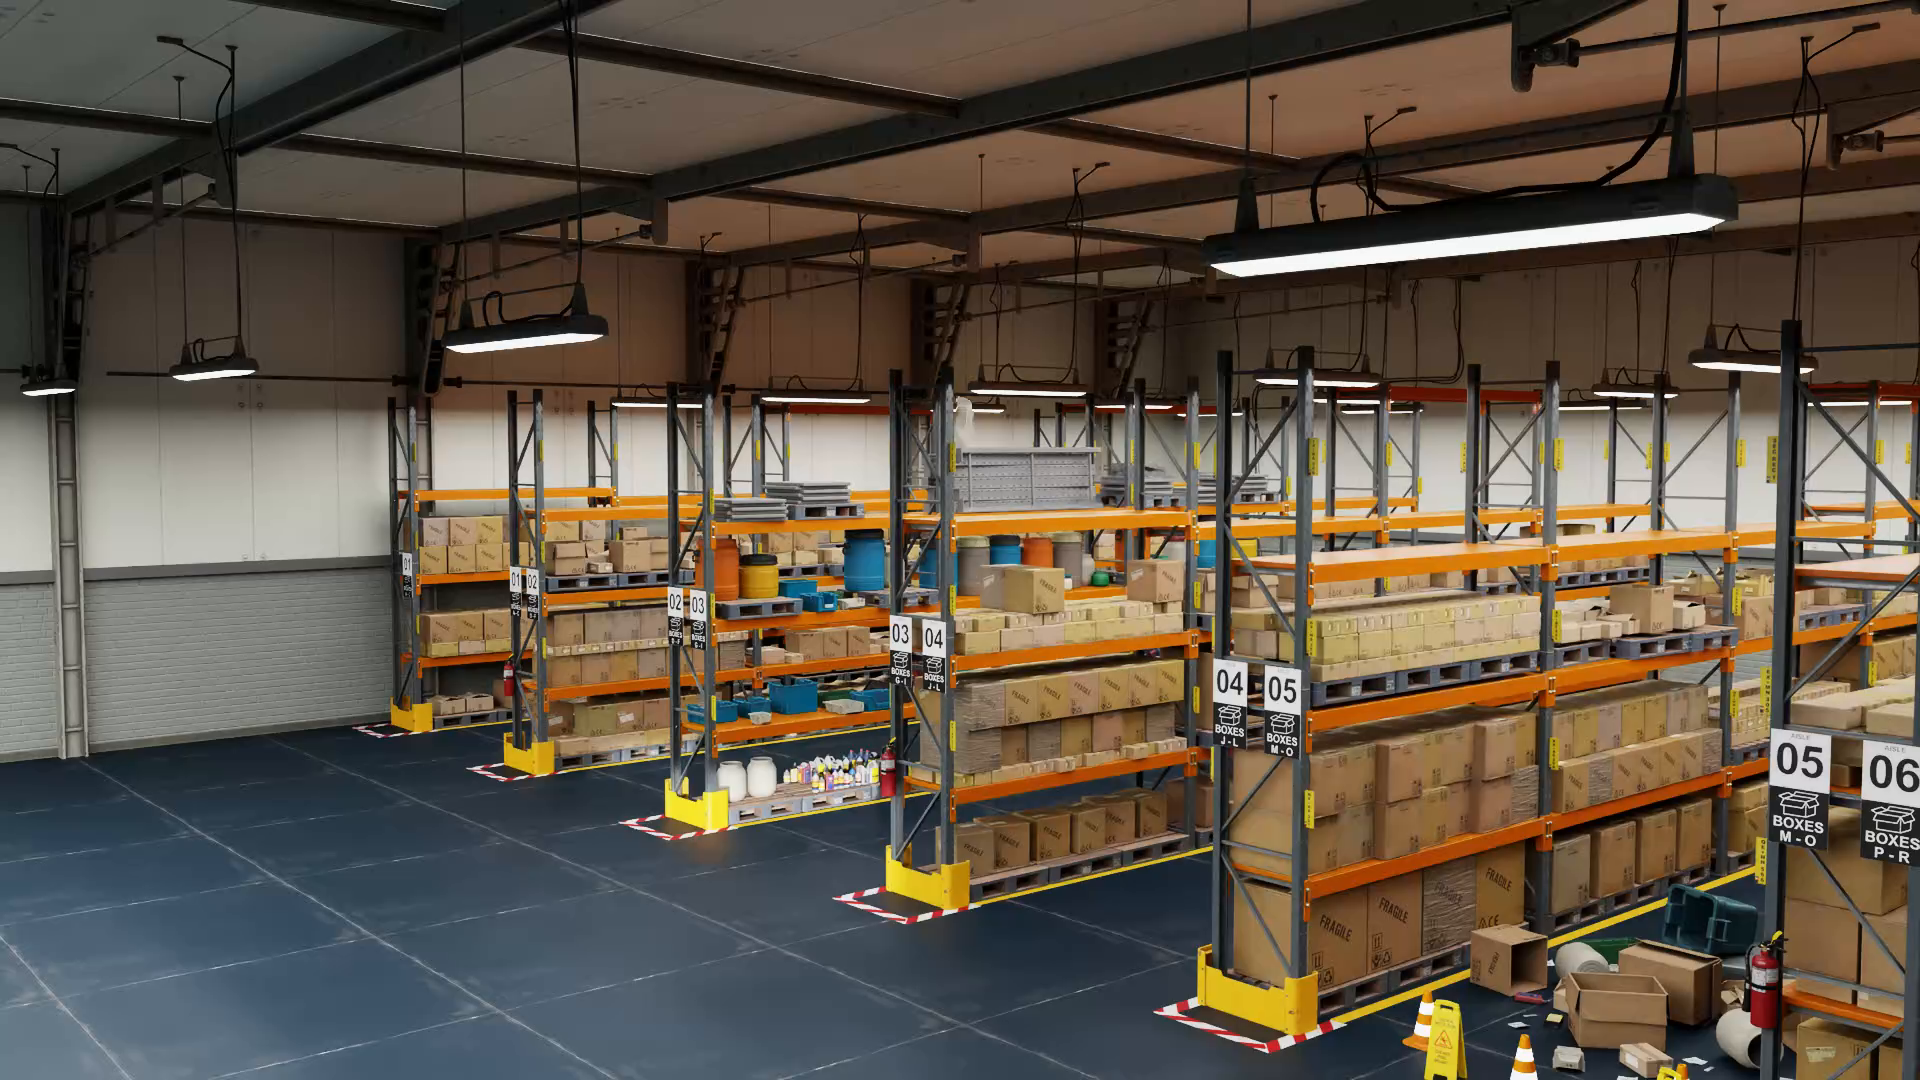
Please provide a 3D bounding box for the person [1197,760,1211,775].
[{"bbox_3d":[3.450,2.861,24.561,0.770,1.721,0.526,3,4,40],"label":"person"}]

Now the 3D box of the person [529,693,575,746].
[{"bbox_3d":[-7.047,2.625,28.599,0.716,1.754,0.877,2,4,36],"label":"person"}]

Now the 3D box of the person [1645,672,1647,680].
[{"bbox_3d":[10.737,2.840,25.945,0.563,1.634,0.535,3,4,38],"label":"person"}]
